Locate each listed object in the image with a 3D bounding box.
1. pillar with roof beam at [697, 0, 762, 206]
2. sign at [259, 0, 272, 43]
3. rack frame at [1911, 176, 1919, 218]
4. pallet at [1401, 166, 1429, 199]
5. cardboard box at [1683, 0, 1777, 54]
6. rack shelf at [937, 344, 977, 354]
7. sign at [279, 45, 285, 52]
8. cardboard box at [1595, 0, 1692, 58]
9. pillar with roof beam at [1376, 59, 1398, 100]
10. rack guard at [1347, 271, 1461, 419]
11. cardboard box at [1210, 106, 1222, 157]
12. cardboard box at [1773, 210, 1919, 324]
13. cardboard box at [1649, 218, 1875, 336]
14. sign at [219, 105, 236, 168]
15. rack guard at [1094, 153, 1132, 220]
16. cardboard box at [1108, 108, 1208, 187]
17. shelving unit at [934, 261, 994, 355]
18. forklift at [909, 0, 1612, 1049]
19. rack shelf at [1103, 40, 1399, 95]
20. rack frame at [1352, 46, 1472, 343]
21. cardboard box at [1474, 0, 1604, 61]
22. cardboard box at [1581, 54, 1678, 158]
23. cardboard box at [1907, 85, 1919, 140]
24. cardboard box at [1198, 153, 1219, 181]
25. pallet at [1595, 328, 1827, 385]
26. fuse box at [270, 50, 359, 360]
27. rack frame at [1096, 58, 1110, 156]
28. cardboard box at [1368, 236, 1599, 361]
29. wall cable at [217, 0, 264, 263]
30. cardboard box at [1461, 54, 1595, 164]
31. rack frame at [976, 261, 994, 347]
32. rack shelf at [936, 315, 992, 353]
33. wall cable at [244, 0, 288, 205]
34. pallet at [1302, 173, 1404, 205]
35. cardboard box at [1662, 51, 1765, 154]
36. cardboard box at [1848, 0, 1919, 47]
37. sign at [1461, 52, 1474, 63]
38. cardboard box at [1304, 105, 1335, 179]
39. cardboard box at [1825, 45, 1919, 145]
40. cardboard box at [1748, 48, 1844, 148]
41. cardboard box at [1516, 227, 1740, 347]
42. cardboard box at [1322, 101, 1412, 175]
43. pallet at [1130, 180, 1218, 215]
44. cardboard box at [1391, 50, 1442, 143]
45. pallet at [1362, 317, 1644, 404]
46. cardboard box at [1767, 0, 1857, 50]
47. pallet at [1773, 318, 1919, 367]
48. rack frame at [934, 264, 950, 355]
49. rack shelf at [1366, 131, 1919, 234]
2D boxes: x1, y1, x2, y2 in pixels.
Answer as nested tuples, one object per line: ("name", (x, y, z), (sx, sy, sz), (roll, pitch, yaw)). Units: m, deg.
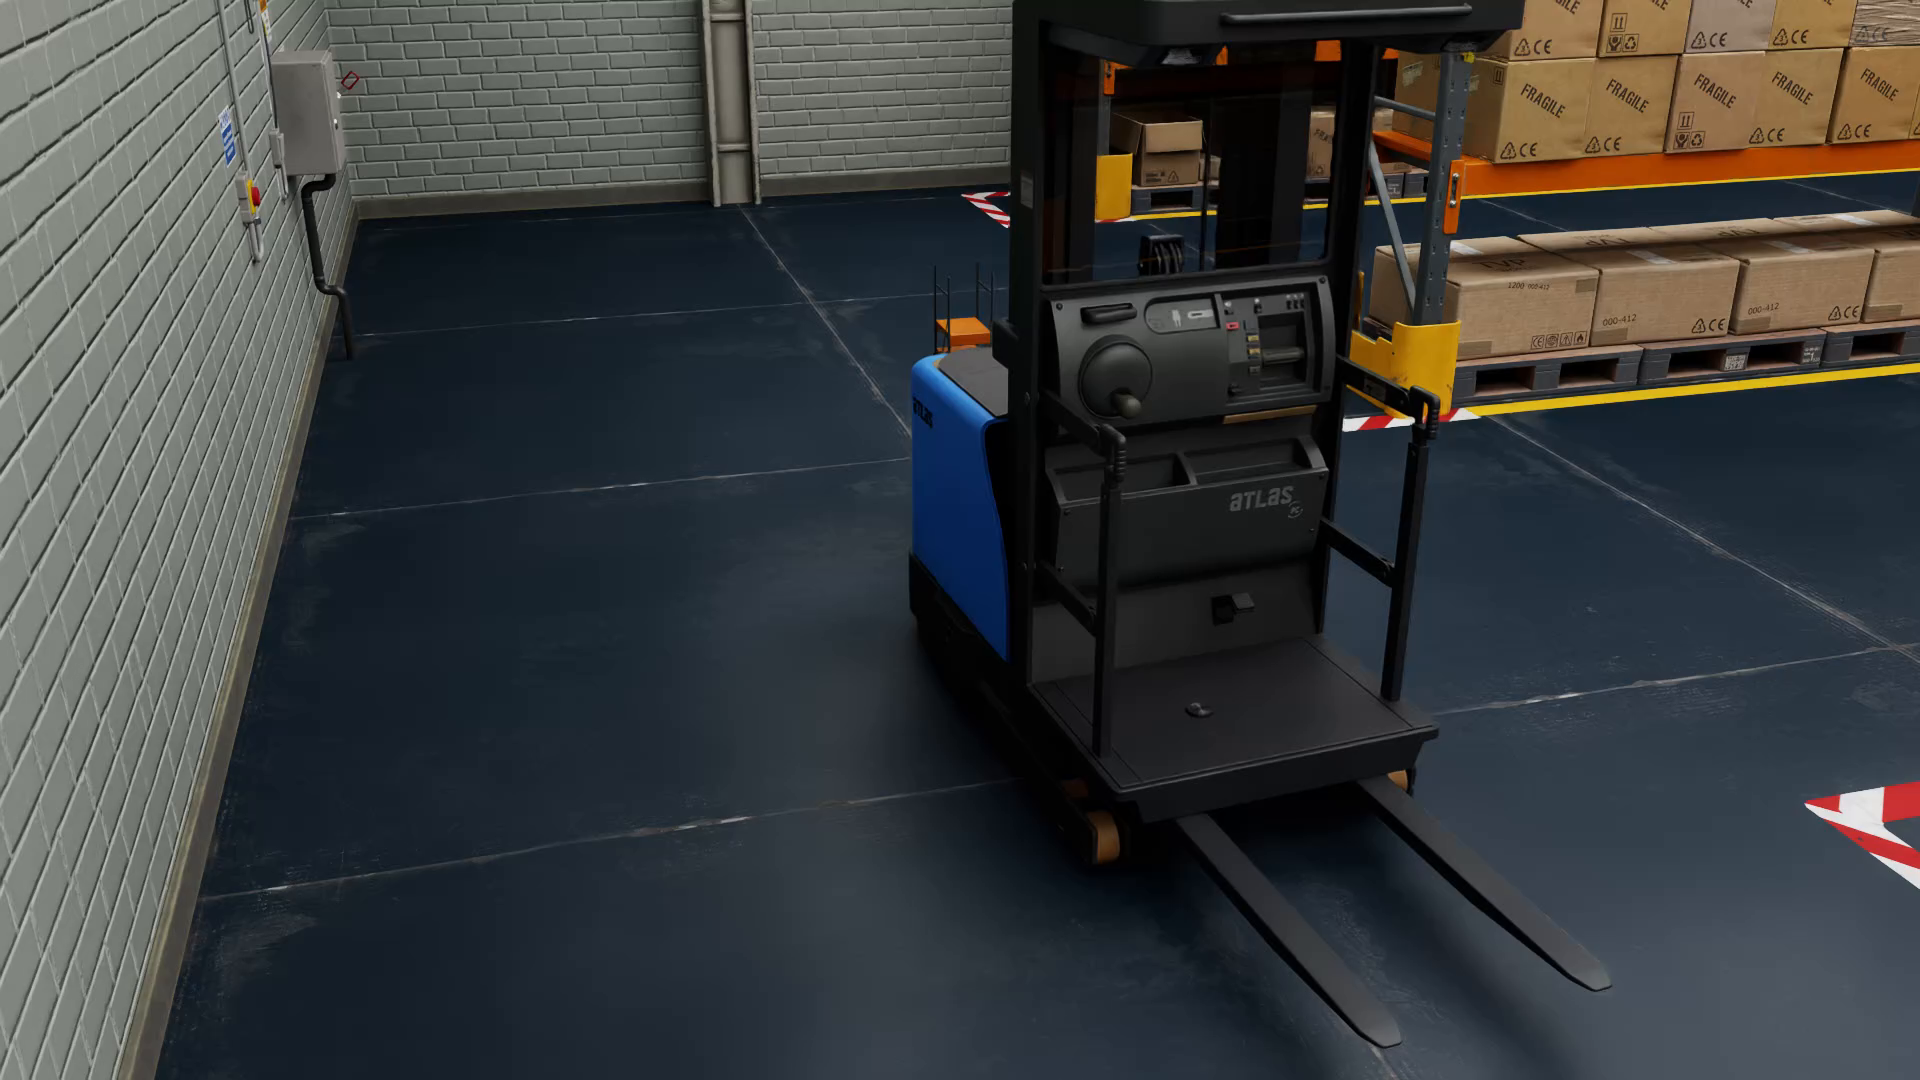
("pillar with roof beam", (-0.704, -5.310, 8.214), (0.400, 9.000, 9.100), (-6, 24, -14))
("sign", (-3.717, -2.789, 8.898), (0.001, 0.242, 0.339), (-6, 24, -14))
("rack frame", (6.169, -2.675, 9.679), (0.127, 3.000, 1.000), (-6, 24, -14))
("pallet", (4.163, -3.204, 14.451), (1.213, 0.211, 1.003), (-6, 24, -14))
("cardboard box", (3.845, -2.813, 8.606), (0.500, 0.500, 0.500), (-6, 24, -15))
("rack shelf", (0.014, -0.733, 6.940), (0.180, 0.103, 0.258), (-6, 24, -14))
("sign", (-3.865, -2.574, 9.565), (0.001, 0.494, 0.329), (-6, 24, -14))
("cardboard box", (3.352, -2.755, 8.471), (0.500, 0.500, 0.500), (-7, 24, -16))
("pillar with roof beam", (5.073, -5.949, 9.703), (0.400, 9.000, 9.100), (-6, 24, -14))
("rack guard", (2.294, -1.097, 9.173), (0.348, 0.500, 1.175), (-6, 24, -14))
("cardboard box", (2.421, -3.282, 13.733), (0.500, 0.500, 0.700), (-5, 24, -12))
("cardboard box", (5.535, -1.664, 10.041), (0.875, 0.438, 0.875), (-7, 24, -15))
("cardboard box", (4.673, -1.569, 9.818), (0.875, 0.438, 0.875), (-7, 24, -16))
("sign", (-3.151, -1.738, 7.155), (0.001, 0.218, 0.327), (-6, 24, -14))
("rack guard", (1.046, -2.992, 13.589), (0.348, 0.500, 1.175), (-6, 24, -14))
("cardboard box", (1.587, -3.208, 13.555), (0.637, 0.503, 0.797), (-7, 24, -16))
("shelving unit", (0.014, -0.553, 7.017), (0.189, 1.200, 0.258), (-6, 24, -14))
("forklift", (0.786, -0.555, 4.827), (1.130, 2.935, 3.031), (-8, 25, -18))
("rack shelf", (2.899, -4.015, 13.716), (4.000, 0.370, 1.077), (-6, 24, -14))
("rack frame", (2.317, -2.249, 8.687), (0.127, 3.000, 1.000), (-6, 24, -14))
("cardboard box", (2.856, -2.697, 8.337), (0.500, 0.500, 0.500), (-7, 24, -16))
("cardboard box", (3.337, -2.301, 8.682), (0.500, 0.500, 0.500), (-7, 24, -15))
("cardboard box", (5.297, -2.517, 9.186), (0.500, 0.500, 0.500), (-7, 24, -16))
("cardboard box", (2.007, -3.075, 13.696), (0.250, 0.149, 0.380), (-7, 24, -16))
("pallet", (4.238, -1.211, 9.804), (1.213, 0.211, 1.003), (-6, 24, -14))
("fuse box", (-3.533, -1.860, 9.415), (0.414, 1.711, 0.539), (-6, 24, -14))
("rack frame", (0.973, -4.133, 13.077), (0.127, 3.000, 1.000), (-6, 24, -14))
("cardboard box", (2.926, -1.372, 9.361), (0.875, 0.438, 0.875), (-7, 24, -16))
("wall cable", (-3.105, -2.120, 7.060), (0.123, 1.953, 0.585), (-6, 24, -14))
("cardboard box", (2.857, -2.237, 8.532), (0.500, 0.500, 0.500), (-7, 24, -15))
("rack frame", (0.102, -0.563, 7.040), (0.006, 1.200, 0.240), (-6, 24, -14))
("rack shelf", (0.014, -0.843, 6.893), (0.180, 0.103, 0.258), (-6, 24, -14))
("wall cable", (-3.500, -2.643, 8.318), (0.122, 1.984, 0.588), (-6, 24, -14))
("pallet", (2.986, -3.073, 14.145), (1.213, 0.211, 1.003), (-6, 24, -14))
("cardboard box", (3.831, -2.349, 8.792), (0.500, 0.500, 0.500), (-6, 24, -15))
("cardboard box", (4.811, -2.916, 8.848), (0.500, 0.500, 0.500), (-6, 24, -14))
("sign", (2.461, -2.472, 8.008), (0.005, 0.325, 0.100), (-6, 24, -14))
("cardboard box", (2.957, -3.301, 13.776), (0.500, 0.500, 0.500), (-6, 24, -13))
("cardboard box", (4.817, -2.458, 9.048), (0.500, 0.500, 0.500), (-7, 24, -15))
("cardboard box", (4.309, -2.408, 8.932), (0.500, 0.500, 0.500), (-6, 24, -13))
("cardboard box", (3.805, -1.473, 9.596), (0.875, 0.438, 0.875), (-6, 24, -13))
("cardboard box", (3.420, -3.393, 13.991), (0.500, 0.500, 0.700), (-7, 24, -16))
("pallet", (1.813, -2.945, 13.845), (1.213, 0.211, 1.003), (-6, 24, -14))
("cardboard box", (2.710, -2.446, 9.021), (0.500, 0.500, 0.500), (-6, 24, -14))
("pallet", (3.066, -1.082, 9.504), (1.213, 0.211, 1.003), (-6, 24, -14))
("cardboard box", (4.326, -2.866, 8.730), (0.500, 0.500, 0.500), (-6, 24, -14))
("pallet", (5.415, -1.342, 10.110), (1.213, 0.211, 1.003), (-6, 24, -14))
("rack frame", (-0.074, -0.543, 6.994), (0.006, 1.200, 0.240), (-6, 24, -14))
("rack shelf", (4.243, -2.131, 9.325), (4.000, 0.370, 1.077), (-6, 24, -14))
